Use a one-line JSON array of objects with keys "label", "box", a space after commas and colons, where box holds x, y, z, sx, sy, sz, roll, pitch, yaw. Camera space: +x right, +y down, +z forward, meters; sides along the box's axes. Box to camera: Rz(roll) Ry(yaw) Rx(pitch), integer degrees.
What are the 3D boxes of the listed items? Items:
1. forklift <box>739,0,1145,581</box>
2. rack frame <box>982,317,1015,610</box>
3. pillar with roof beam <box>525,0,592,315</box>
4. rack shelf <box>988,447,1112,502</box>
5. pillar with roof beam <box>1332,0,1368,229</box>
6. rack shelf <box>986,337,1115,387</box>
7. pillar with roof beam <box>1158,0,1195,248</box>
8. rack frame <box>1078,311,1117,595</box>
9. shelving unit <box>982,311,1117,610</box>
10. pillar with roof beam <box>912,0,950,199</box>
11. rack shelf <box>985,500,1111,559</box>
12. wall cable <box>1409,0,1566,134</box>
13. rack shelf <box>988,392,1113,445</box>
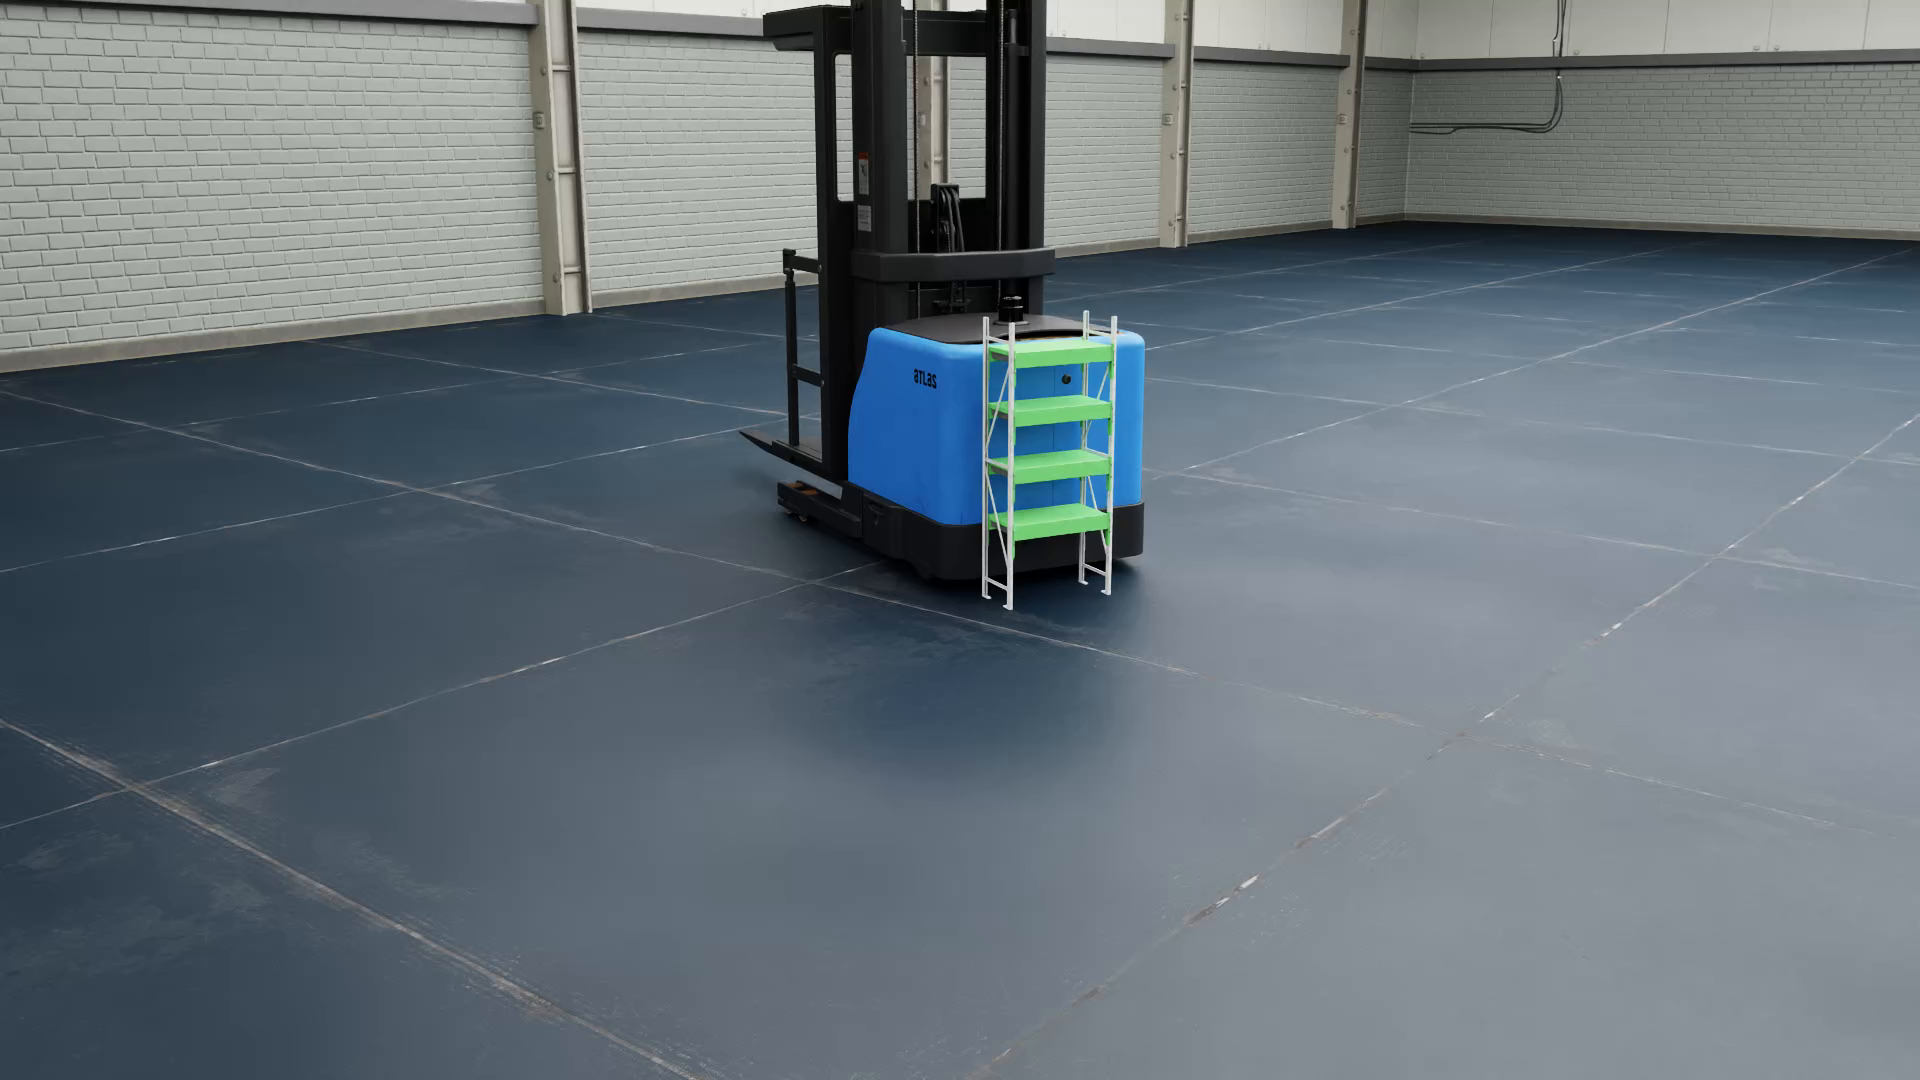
[{"label": "forklift", "box": [-0.294, -1.558, 8.303, 1.130, 2.935, 3.031, -7, 16, -27]}, {"label": "rack frame", "box": [0.158, -0.314, 6.924, 0.015, 1.200, 0.240, -7, 16, -27]}, {"label": "pillar with roof beam", "box": [-0.789, -6.097, 13.846, 9.100, 9.000, 0.400, 11, 18, 38]}, {"label": "rack shelf", "box": [0.373, -0.281, 7.050, 0.480, 0.148, 0.258, -7, 16, -27]}, {"label": "pillar with roof beam", "box": [10.524, -9.544, 27.415, 9.100, 9.000, 0.400, 11, 18, 38]}, {"label": "rack shelf", "box": [0.373, -0.746, 6.932, 0.480, 0.148, 0.258, -7, 16, -27]}, {"label": "pillar with roof beam", "box": [6.753, -8.395, 22.892, 9.100, 9.000, 0.400, 11, 18, 38]}, {"label": "rack frame", "box": [0.589, -0.370, 7.144, 0.015, 1.200, 0.240, -7, 16, -27]}, {"label": "shelving unit", "box": [0.373, -0.342, 7.034, 0.503, 1.200, 0.258, -7, 16, -27]}, {"label": "pillar with roof beam", "box": [2.982, -7.246, 18.369, 9.100, 9.000, 0.400, 11, 18, 38]}, {"label": "rack shelf", "box": [0.373, -0.048, 7.109, 0.480, 0.148, 0.258, -7, 16, -27]}, {"label": "wall cable", "box": [10.055, -9.065, 31.835, 3.097, 2.526, 0.112, 11, 18, 38]}, {"label": "rack shelf", "box": [0.373, -0.513, 6.991, 0.480, 0.148, 0.258, -7, 16, -27]}]
